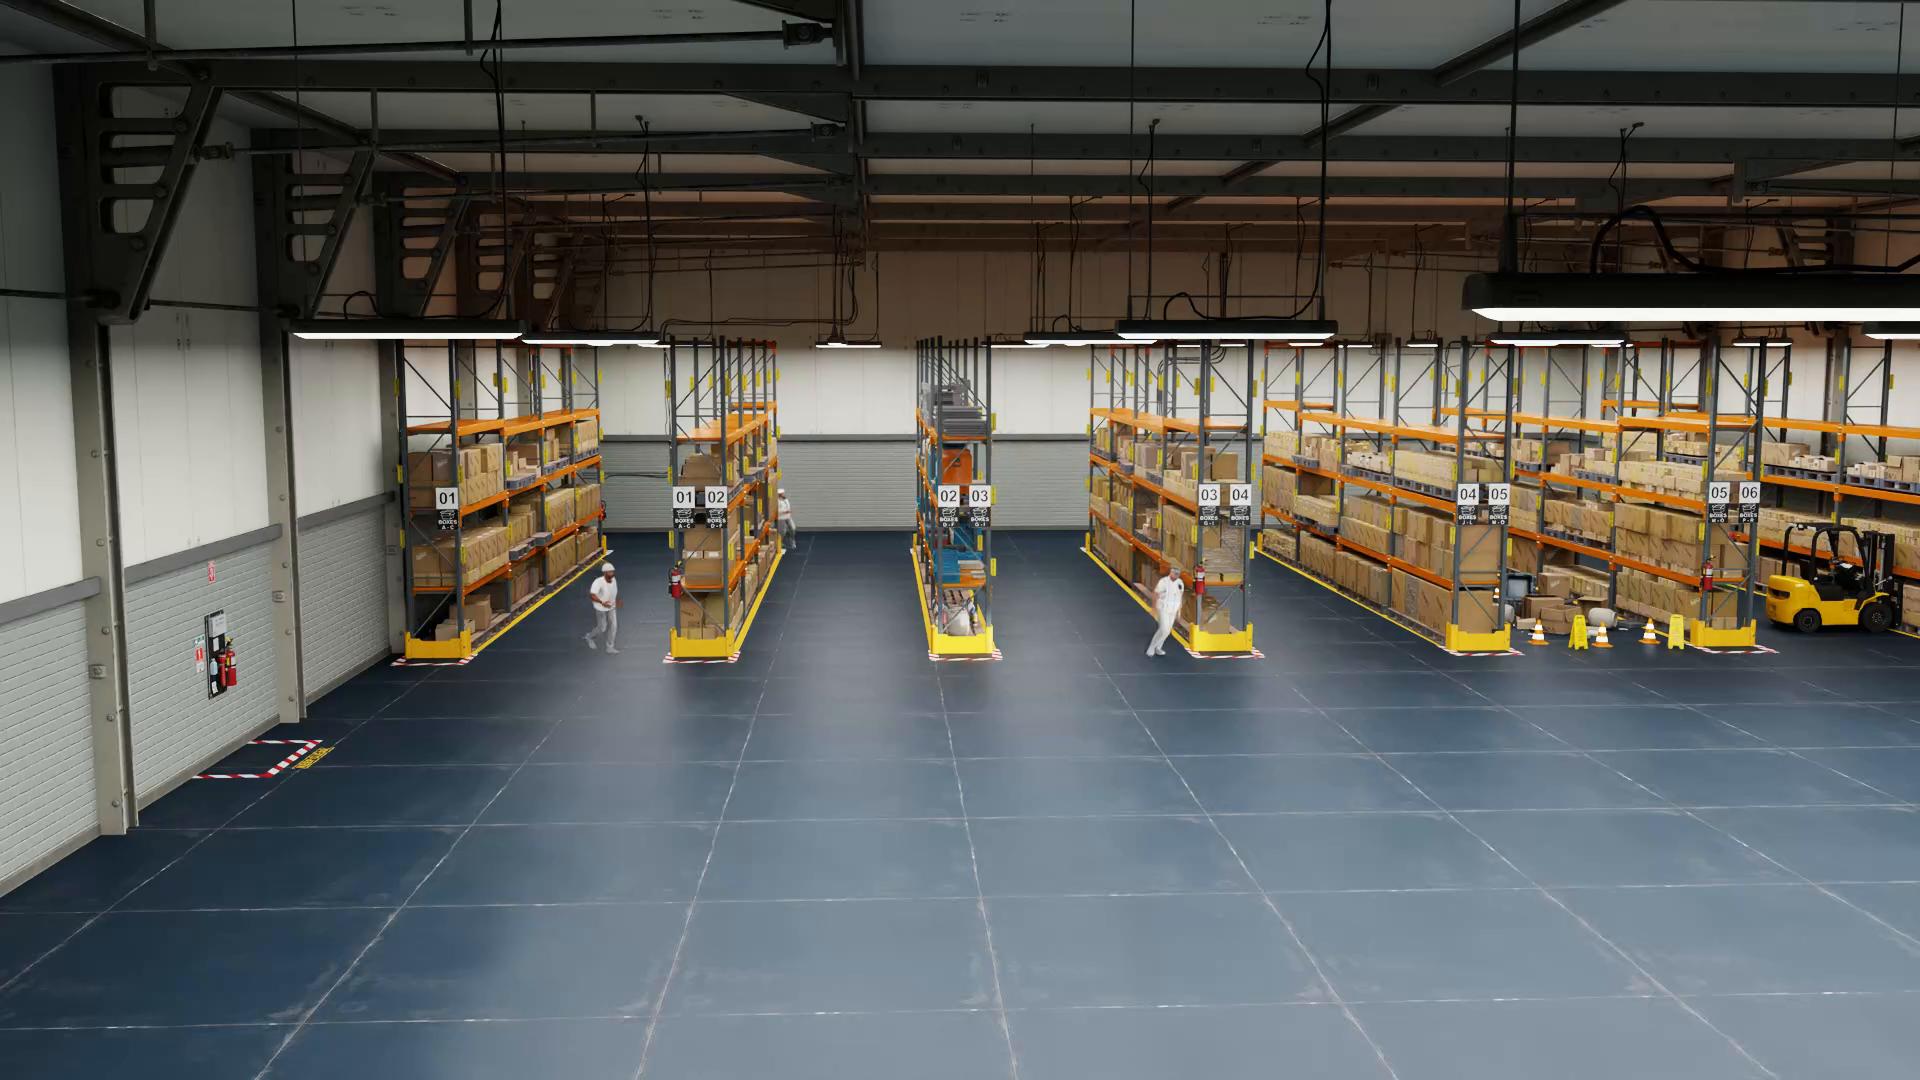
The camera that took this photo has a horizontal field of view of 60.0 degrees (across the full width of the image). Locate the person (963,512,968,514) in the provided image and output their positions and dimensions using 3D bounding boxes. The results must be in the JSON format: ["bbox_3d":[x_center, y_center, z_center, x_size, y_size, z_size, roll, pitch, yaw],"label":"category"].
[{"bbox_3d":[0.095,-0.699,49.351,0.752,1.692,0.910,6,9,40],"label":"person"}]

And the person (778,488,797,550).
[{"bbox_3d":[-5.122,-0.610,48.143,0.727,1.786,0.615,5,8,39],"label":"person"}]

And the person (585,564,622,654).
[{"bbox_3d":[-6.811,1.290,31.601,0.833,1.720,0.696,5,8,38],"label":"person"}]

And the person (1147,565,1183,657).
[{"bbox_3d":[3.844,1.317,31.193,0.702,1.712,0.566,-3,7,-27],"label":"person"}]
